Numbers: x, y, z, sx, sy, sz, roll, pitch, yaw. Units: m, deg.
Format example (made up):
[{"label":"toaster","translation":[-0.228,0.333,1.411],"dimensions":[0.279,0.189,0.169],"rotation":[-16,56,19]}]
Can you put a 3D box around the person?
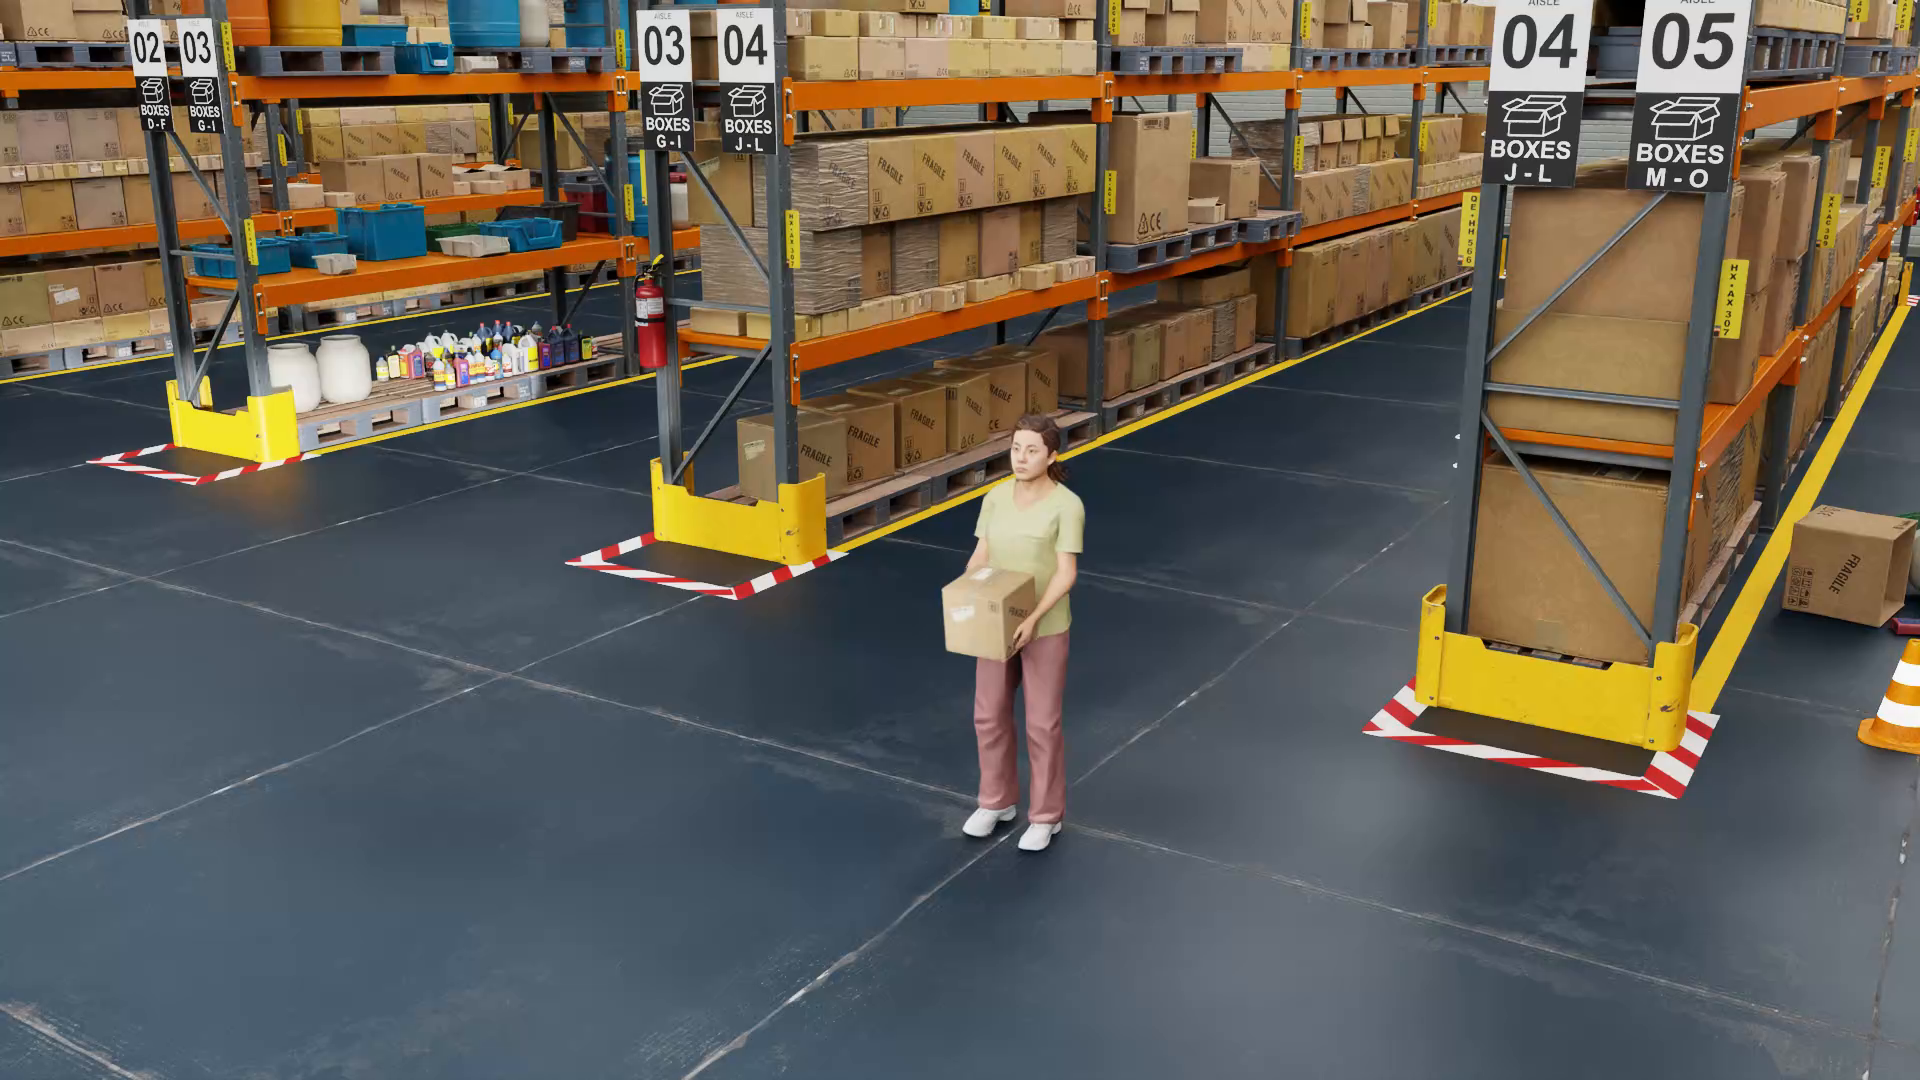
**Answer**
[{"label":"person","translation":[0.218,0.360,6.300],"dimensions":[0.452,1.672,0.523],"rotation":[10,19,30]}]
